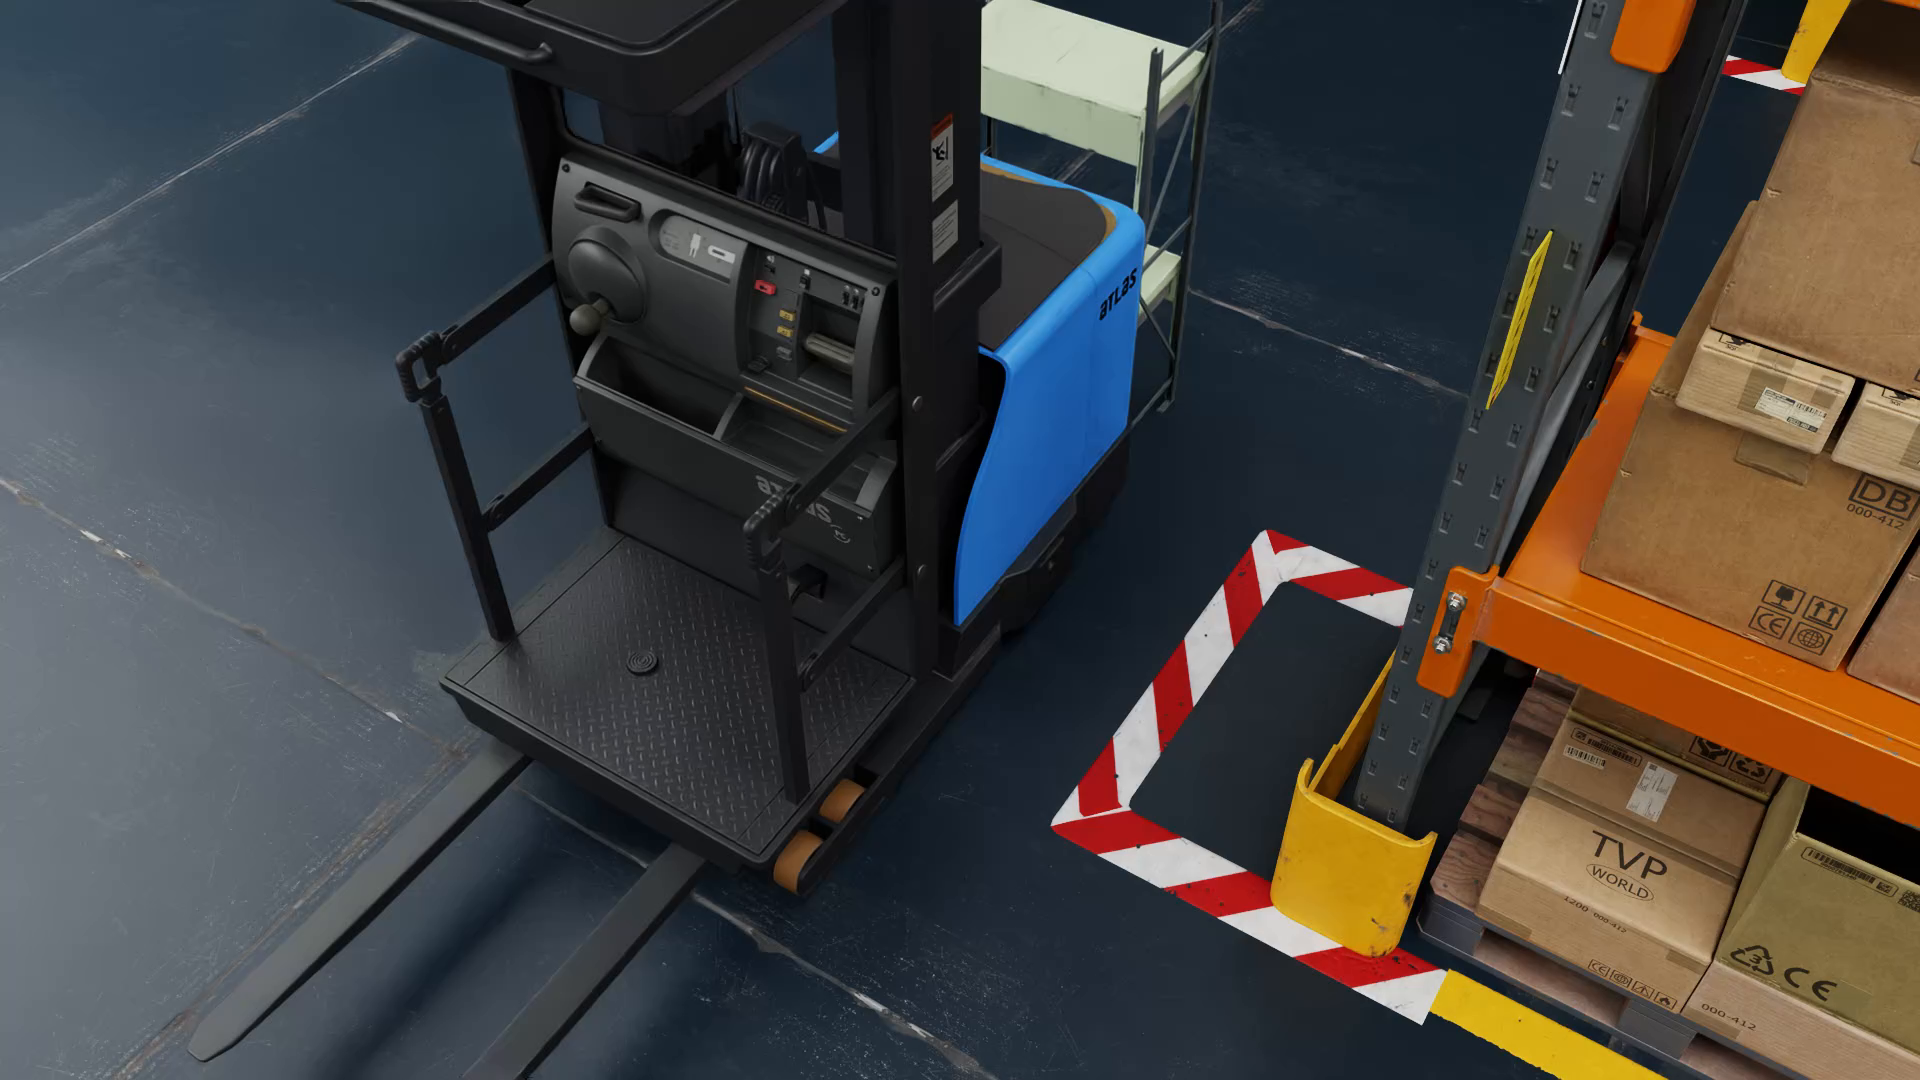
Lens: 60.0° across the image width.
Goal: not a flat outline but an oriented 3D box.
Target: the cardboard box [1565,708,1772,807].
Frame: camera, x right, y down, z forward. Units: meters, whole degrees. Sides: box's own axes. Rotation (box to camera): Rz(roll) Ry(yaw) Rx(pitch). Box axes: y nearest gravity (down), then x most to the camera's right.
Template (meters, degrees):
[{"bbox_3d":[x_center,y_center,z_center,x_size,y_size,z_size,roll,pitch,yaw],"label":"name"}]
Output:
[{"bbox_3d":[1.877,0.464,4.332,0.500,0.250,0.500,25,51,22],"label":"cardboard box"}]

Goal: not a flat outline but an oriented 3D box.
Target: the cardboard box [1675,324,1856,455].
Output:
[{"bbox_3d":[1.480,-0.356,2.982,0.250,0.149,0.380,24,51,22],"label":"cardboard box"}]

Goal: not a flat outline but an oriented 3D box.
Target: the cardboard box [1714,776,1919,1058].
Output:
[{"bbox_3d":[2.019,0.708,3.572,0.500,0.500,0.500,25,51,22],"label":"cardboard box"}]

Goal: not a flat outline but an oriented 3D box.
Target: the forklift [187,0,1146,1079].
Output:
[{"bbox_3d":[-0.678,-0.487,3.680,1.130,2.935,3.031,24,51,22],"label":"forklift"}]

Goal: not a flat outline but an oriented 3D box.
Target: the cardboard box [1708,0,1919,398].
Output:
[{"bbox_3d":[1.696,-0.655,2.821,0.500,0.500,0.700,25,51,22],"label":"cardboard box"}]

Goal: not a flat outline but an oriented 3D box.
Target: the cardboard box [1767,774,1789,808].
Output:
[{"bbox_3d":[2.304,0.651,4.151,0.500,0.250,0.500,25,51,22],"label":"cardboard box"}]

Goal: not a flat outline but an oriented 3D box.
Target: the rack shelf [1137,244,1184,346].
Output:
[{"bbox_3d":[0.315,-0.805,5.441,0.720,0.370,0.431,24,51,22],"label":"rack shelf"}]

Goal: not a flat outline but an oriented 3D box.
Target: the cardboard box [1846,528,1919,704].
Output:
[{"bbox_3d":[2.096,-0.023,3.111,0.500,0.500,0.700,26,51,23],"label":"cardboard box"}]

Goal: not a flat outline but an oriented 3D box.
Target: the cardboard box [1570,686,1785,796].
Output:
[{"bbox_3d":[1.878,0.202,4.064,0.500,0.500,0.500,25,51,22],"label":"cardboard box"}]

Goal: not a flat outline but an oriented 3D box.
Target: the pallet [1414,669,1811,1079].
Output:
[{"bbox_3d":[1.932,0.866,4.262,1.213,0.211,1.003,25,51,22],"label":"pallet"}]

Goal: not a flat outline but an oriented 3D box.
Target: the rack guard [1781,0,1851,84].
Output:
[{"bbox_3d":[4.001,-2.468,7.300,0.348,0.500,1.175,25,51,22],"label":"rack guard"}]

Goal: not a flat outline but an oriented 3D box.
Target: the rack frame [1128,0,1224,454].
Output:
[{"bbox_3d":[0.624,-0.891,5.070,0.023,1.500,0.400,24,51,22],"label":"rack frame"}]

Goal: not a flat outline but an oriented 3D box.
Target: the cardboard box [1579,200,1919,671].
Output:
[{"bbox_3d":[1.652,-0.223,3.306,0.500,0.500,0.700,25,51,22],"label":"cardboard box"}]

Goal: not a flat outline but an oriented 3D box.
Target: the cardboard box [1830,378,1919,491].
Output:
[{"bbox_3d":[1.703,-0.255,2.884,0.250,0.149,0.380,23,50,21],"label":"cardboard box"}]

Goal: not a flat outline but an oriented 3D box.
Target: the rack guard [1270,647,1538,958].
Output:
[{"bbox_3d":[1.245,0.485,4.430,0.348,0.500,1.175,25,51,22],"label":"rack guard"}]

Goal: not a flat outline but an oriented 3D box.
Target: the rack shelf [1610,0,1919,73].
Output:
[{"bbox_3d":[2.949,-0.397,1.954,4.000,0.370,1.077,25,51,22],"label":"rack shelf"}]

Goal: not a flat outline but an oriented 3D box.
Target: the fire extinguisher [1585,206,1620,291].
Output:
[{"bbox_3d":[1.417,-0.676,3.869,0.183,0.674,0.296,25,51,22],"label":"fire extinguisher"}]

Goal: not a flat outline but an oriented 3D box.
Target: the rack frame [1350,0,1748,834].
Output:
[{"bbox_3d":[1.266,-0.377,3.525,0.127,3.000,1.000,25,51,22],"label":"rack frame"}]

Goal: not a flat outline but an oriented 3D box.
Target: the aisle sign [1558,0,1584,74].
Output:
[{"bbox_3d":[1.045,-1.123,2.437,0.004,0.787,0.394,25,51,22],"label":"aisle sign"}]

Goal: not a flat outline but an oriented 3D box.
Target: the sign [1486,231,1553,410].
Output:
[{"bbox_3d":[0.961,-0.373,2.862,0.005,0.325,0.100,25,51,22],"label":"sign"}]

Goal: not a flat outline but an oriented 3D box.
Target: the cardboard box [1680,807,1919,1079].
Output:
[{"bbox_3d":[2.020,0.968,3.842,0.500,0.250,0.500,25,51,22],"label":"cardboard box"}]

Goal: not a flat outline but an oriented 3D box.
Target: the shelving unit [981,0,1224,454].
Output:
[{"bbox_3d":[0.315,-1.032,5.207,0.755,1.500,0.431,24,51,22],"label":"shelving unit"}]

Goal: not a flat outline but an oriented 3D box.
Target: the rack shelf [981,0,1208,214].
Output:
[{"bbox_3d":[0.315,-1.304,4.927,0.720,0.370,0.431,24,51,22],"label":"rack shelf"}]

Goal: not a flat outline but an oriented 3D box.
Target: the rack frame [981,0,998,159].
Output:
[{"bbox_3d":[0.006,-1.173,5.344,0.023,1.500,0.400,24,51,22],"label":"rack frame"}]

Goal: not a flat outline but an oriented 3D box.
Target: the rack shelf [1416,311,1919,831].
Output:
[{"bbox_3d":[2.949,0.648,3.030,4.000,0.370,1.077,25,51,22],"label":"rack shelf"}]

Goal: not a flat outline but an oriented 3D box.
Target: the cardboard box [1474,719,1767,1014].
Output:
[{"bbox_3d":[1.597,0.777,4.028,0.500,0.250,0.500,25,51,22],"label":"cardboard box"}]
